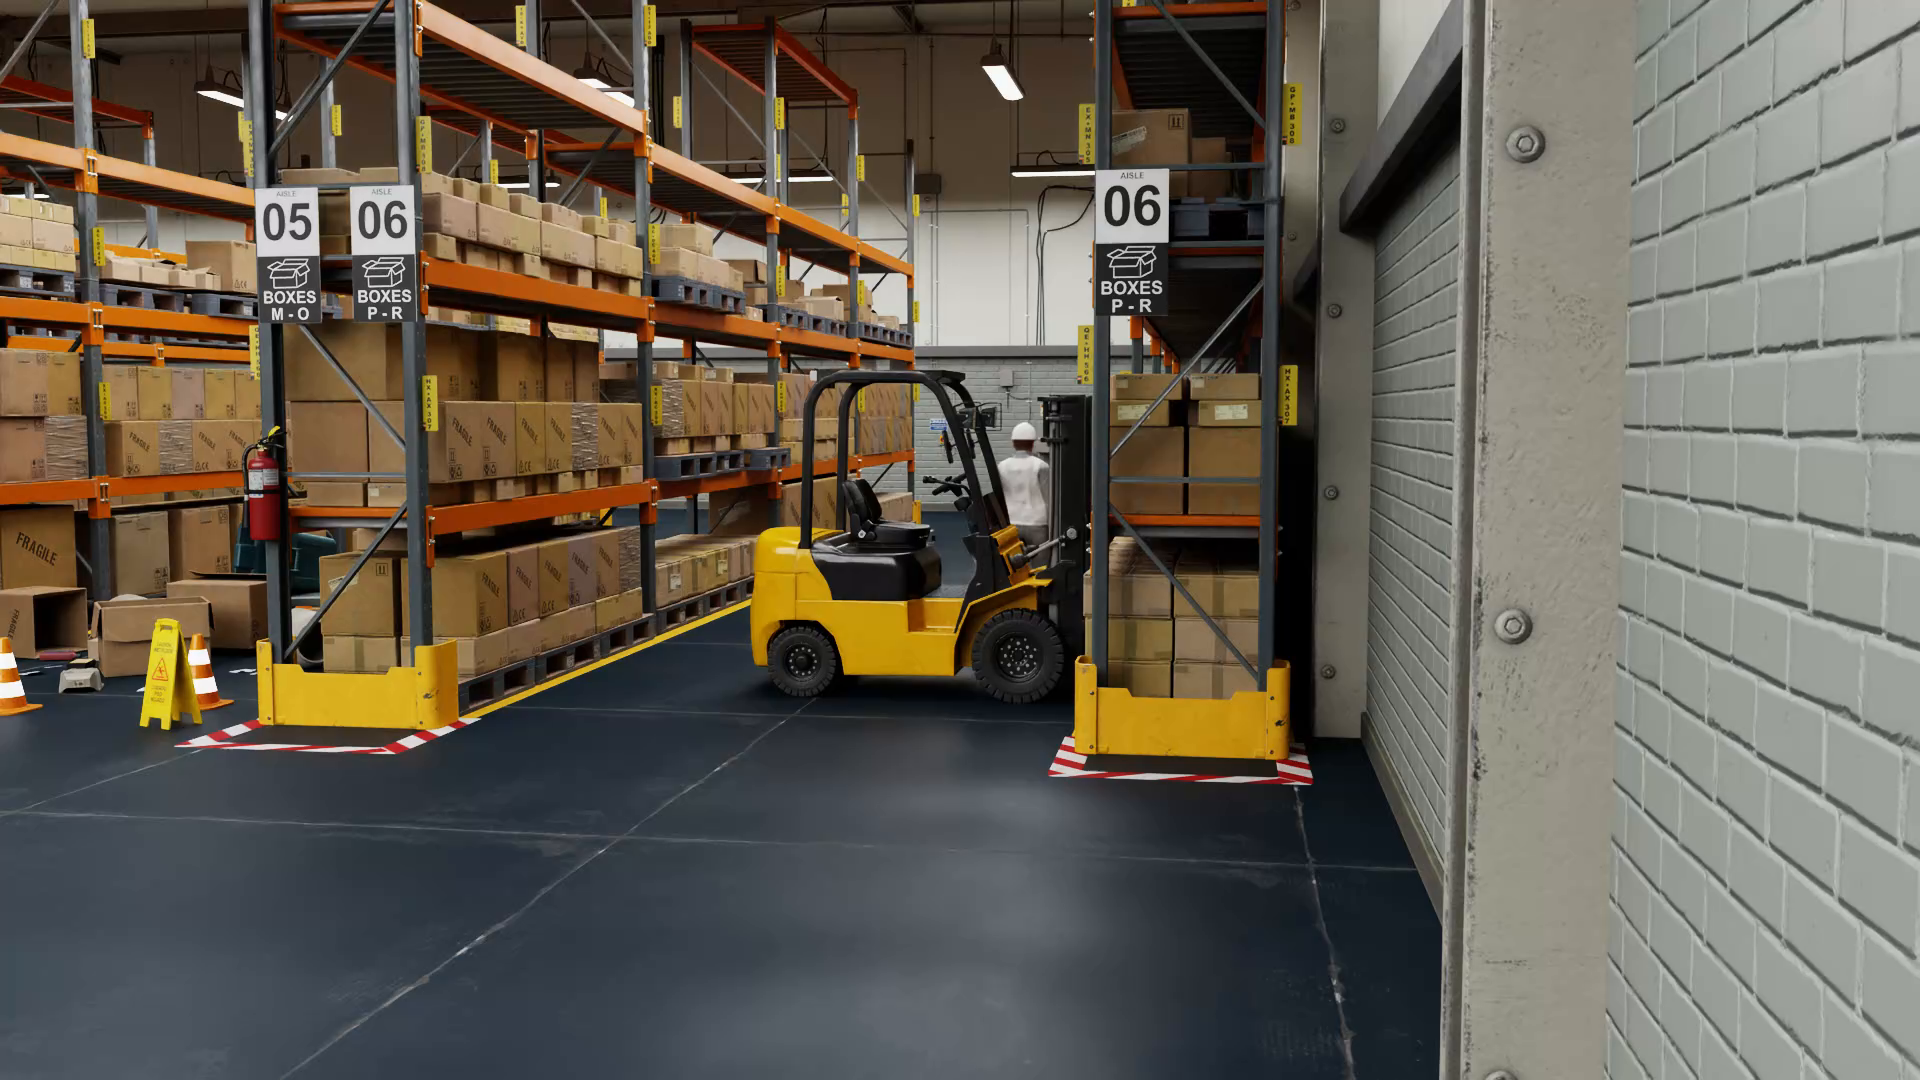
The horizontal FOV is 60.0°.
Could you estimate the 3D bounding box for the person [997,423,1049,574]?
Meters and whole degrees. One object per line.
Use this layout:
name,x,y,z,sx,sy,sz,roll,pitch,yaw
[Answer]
person,0.566,-0.101,14.280,0.548,1.808,0.413,1,5,18
